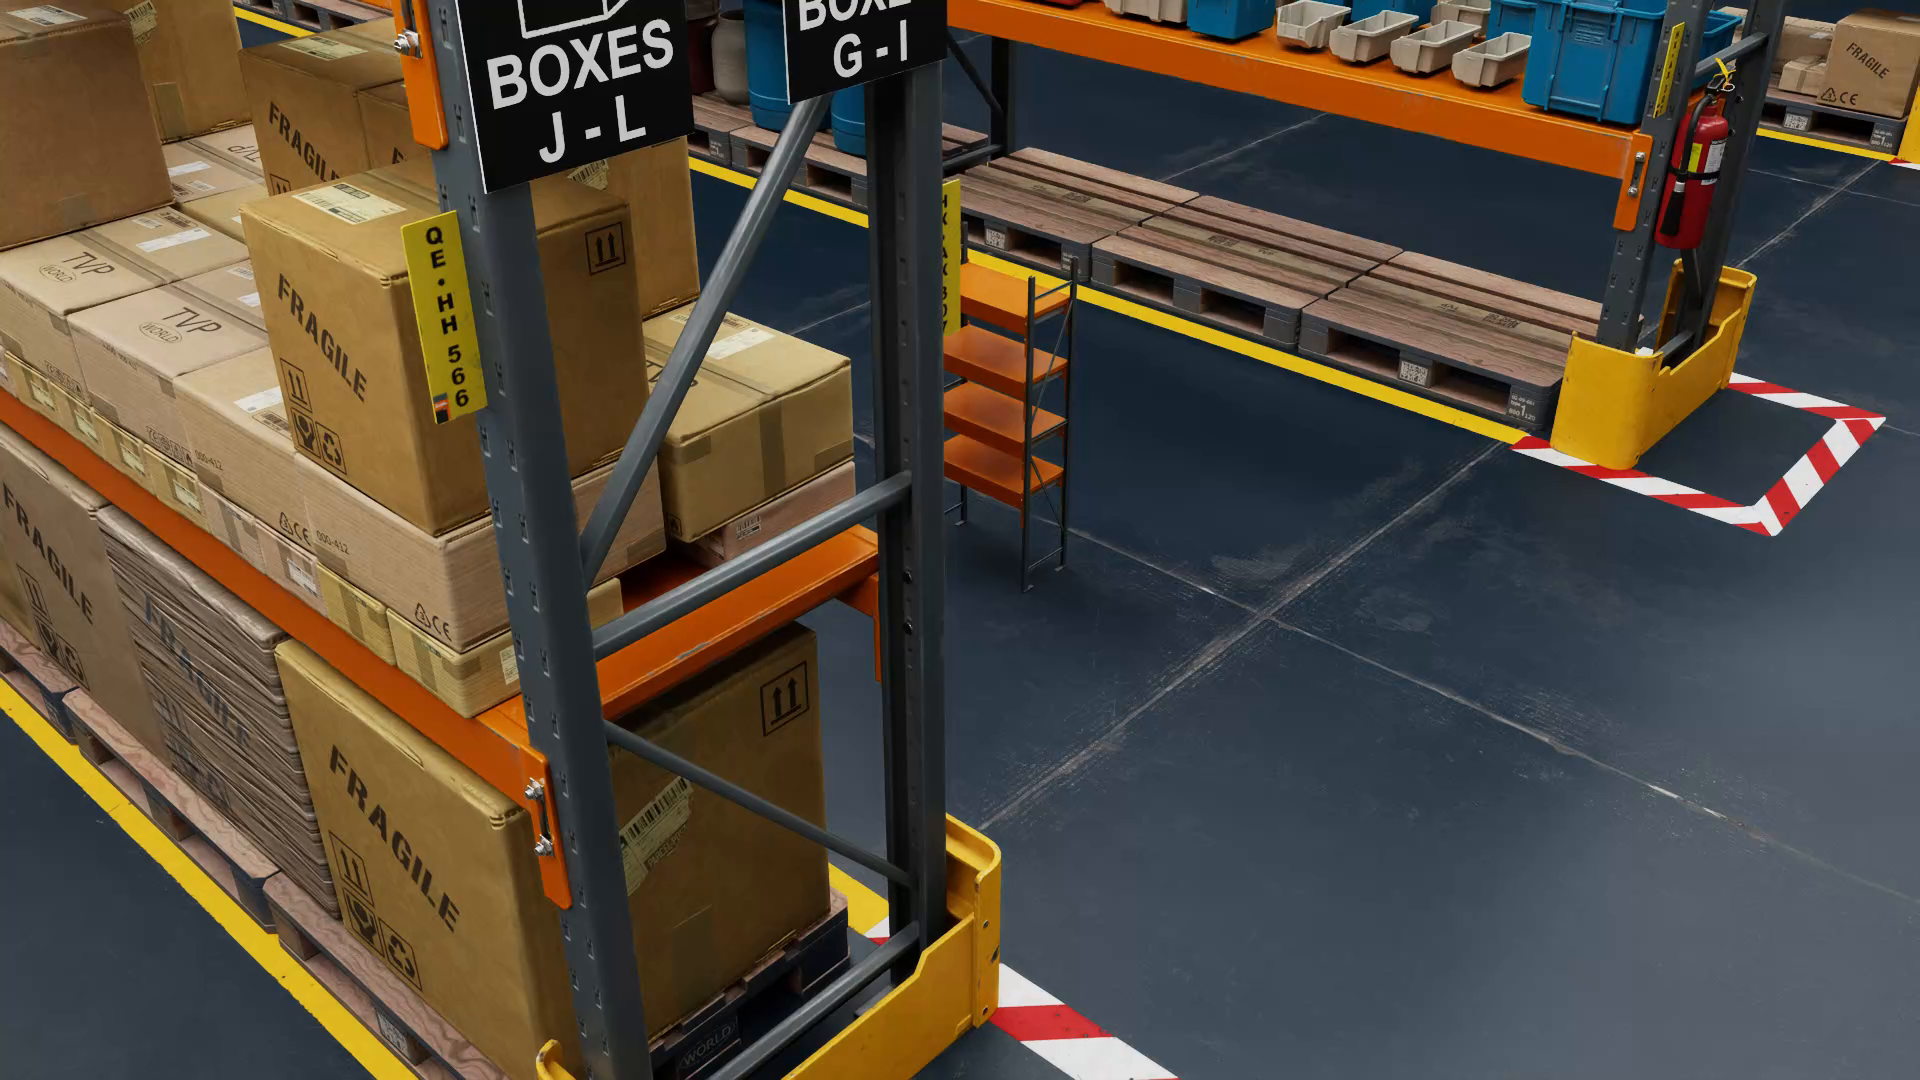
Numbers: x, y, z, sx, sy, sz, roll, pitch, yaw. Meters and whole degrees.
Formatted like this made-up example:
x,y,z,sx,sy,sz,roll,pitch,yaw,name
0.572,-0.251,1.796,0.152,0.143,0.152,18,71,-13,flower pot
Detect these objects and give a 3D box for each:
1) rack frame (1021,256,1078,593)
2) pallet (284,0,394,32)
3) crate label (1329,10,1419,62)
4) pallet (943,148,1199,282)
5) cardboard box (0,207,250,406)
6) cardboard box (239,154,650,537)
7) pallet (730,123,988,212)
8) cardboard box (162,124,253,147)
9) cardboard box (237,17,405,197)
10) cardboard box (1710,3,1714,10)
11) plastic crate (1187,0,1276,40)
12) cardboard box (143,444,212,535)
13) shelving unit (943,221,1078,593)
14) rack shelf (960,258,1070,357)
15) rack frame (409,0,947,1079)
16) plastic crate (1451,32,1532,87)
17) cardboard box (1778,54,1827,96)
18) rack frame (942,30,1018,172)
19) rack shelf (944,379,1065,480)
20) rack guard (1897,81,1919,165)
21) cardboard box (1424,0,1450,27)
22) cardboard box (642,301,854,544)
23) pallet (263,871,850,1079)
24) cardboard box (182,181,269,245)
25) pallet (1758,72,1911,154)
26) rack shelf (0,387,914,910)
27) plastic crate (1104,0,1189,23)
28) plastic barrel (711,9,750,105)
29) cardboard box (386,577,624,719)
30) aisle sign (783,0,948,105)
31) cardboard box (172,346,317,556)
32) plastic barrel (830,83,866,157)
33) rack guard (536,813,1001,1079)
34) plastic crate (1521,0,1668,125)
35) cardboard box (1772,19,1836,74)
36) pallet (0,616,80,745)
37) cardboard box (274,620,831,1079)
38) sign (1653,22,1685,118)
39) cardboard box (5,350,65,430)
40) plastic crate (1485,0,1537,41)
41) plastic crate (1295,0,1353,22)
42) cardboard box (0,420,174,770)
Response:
x,y,z,sx,sy,sz,roll,pitch,yaw,name
0.304,-0.372,5.705,0.015,1.200,0.240,25,39,35,rack frame
-4.468,-4.117,12.883,1.213,0.211,1.003,25,39,35,pallet
1.758,-2.156,7.120,0.243,0.136,0.396,25,39,35,crate label
0.518,-1.787,9.014,1.213,0.211,1.003,25,39,35,pallet
-2.091,-0.603,4.201,0.500,0.250,0.500,25,39,35,cardboard box
-0.949,-0.396,3.129,0.500,0.500,0.500,26,39,36,cardboard box
-0.597,-2.310,9.882,1.213,0.211,1.003,25,39,35,pallet
-2.488,-1.160,5.126,0.500,0.250,0.500,26,40,36,cardboard box
-1.345,-0.947,4.045,0.500,0.500,0.500,24,38,34,cardboard box
4.670,-3.585,11.291,0.637,0.503,0.797,25,39,35,cardboard box
1.218,-2.404,7.439,0.300,0.233,0.416,25,39,35,plastic crate
-1.654,-0.186,3.894,0.250,0.149,0.380,24,39,34,cardboard box
0.123,-0.457,5.845,0.503,1.200,0.258,25,39,35,shelving unit
0.123,-0.793,5.643,0.480,0.148,0.258,25,39,35,rack shelf
-0.411,0.057,3.247,0.127,3.000,1.000,25,39,35,rack frame
2.186,-1.963,6.800,0.243,0.136,0.396,25,39,35,plastic crate
5.431,-2.973,10.601,0.250,0.166,0.380,25,39,35,cardboard box
-0.053,-3.222,8.693,0.127,3.000,1.000,25,39,35,rack frame
0.123,-0.399,5.880,0.480,0.148,0.258,25,39,35,rack shelf
6.183,-2.686,10.226,0.348,0.500,1.175,25,39,35,rack guard
3.439,-3.923,12.039,0.500,0.311,0.500,25,39,35,cardboard box
-0.586,-0.276,3.657,0.500,0.250,0.500,24,38,34,cardboard box
-1.056,1.005,4.377,1.213,0.211,1.003,25,39,35,pallet
-1.736,-0.807,4.539,0.500,0.250,0.500,24,39,34,cardboard box
5.591,-2.837,10.759,1.213,0.211,1.003,25,39,35,pallet
-1.894,-0.327,4.583,4.000,0.370,1.077,25,39,35,rack shelf
0.955,-2.598,7.713,0.530,0.282,0.437,25,39,35,plastic crate
-1.329,-3.005,10.339,0.421,0.512,0.421,0,31,0,plastic barrel
-0.896,0.167,3.308,0.250,0.149,0.380,26,40,36,cardboard box
-0.156,-1.147,2.726,0.004,0.787,0.394,25,39,35,aisle sign
-1.324,-0.249,3.612,0.500,0.250,0.500,24,39,34,cardboard box
-0.445,-2.697,9.450,0.708,0.901,0.600,25,39,35,plastic barrel
-0.393,1.136,3.878,0.348,0.500,1.175,25,39,35,rack guard
2.539,-1.923,6.443,0.499,0.435,0.616,25,39,35,plastic crate
5.656,-3.210,10.914,0.500,0.250,0.500,25,39,35,cardboard box
-2.866,0.160,5.779,1.213,0.211,1.003,25,39,35,pallet
-0.939,0.596,4.004,0.875,0.875,0.875,25,39,35,cardboard box
2.555,-1.691,5.993,0.005,0.325,0.100,25,39,35,sign
-2.224,-0.452,4.335,0.250,0.149,0.380,24,38,34,cardboard box
2.462,-2.230,7.151,0.300,0.233,0.416,25,39,35,plastic crate
1.752,-2.562,7.702,0.300,0.233,0.416,25,39,35,plastic crate
-2.274,-0.027,5.039,0.875,0.875,0.875,25,39,35,cardboard box
